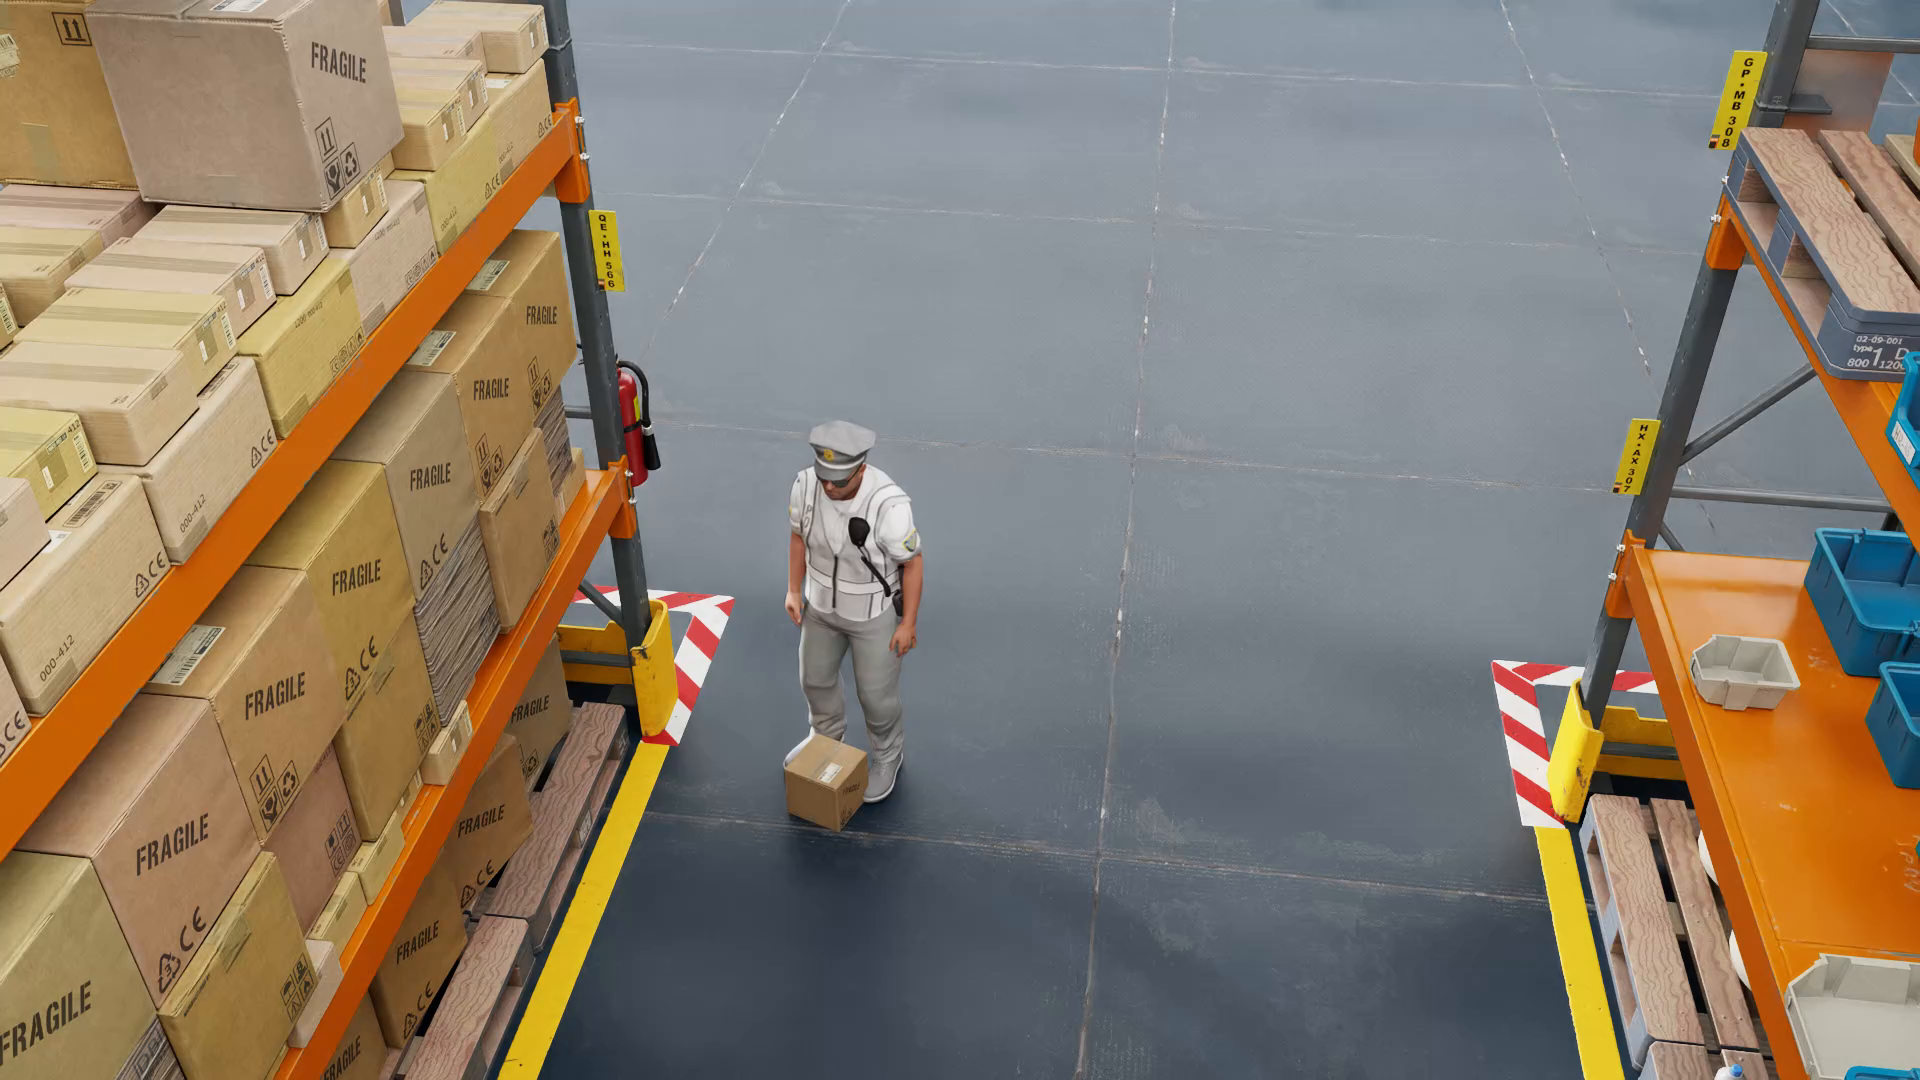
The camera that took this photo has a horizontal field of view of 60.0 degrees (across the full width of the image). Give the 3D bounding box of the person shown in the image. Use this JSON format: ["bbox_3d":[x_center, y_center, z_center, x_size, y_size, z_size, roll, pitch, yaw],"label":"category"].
[{"bbox_3d":[-0.426,0.256,6.682,0.590,1.746,0.436,16,39,21],"label":"person"}]
